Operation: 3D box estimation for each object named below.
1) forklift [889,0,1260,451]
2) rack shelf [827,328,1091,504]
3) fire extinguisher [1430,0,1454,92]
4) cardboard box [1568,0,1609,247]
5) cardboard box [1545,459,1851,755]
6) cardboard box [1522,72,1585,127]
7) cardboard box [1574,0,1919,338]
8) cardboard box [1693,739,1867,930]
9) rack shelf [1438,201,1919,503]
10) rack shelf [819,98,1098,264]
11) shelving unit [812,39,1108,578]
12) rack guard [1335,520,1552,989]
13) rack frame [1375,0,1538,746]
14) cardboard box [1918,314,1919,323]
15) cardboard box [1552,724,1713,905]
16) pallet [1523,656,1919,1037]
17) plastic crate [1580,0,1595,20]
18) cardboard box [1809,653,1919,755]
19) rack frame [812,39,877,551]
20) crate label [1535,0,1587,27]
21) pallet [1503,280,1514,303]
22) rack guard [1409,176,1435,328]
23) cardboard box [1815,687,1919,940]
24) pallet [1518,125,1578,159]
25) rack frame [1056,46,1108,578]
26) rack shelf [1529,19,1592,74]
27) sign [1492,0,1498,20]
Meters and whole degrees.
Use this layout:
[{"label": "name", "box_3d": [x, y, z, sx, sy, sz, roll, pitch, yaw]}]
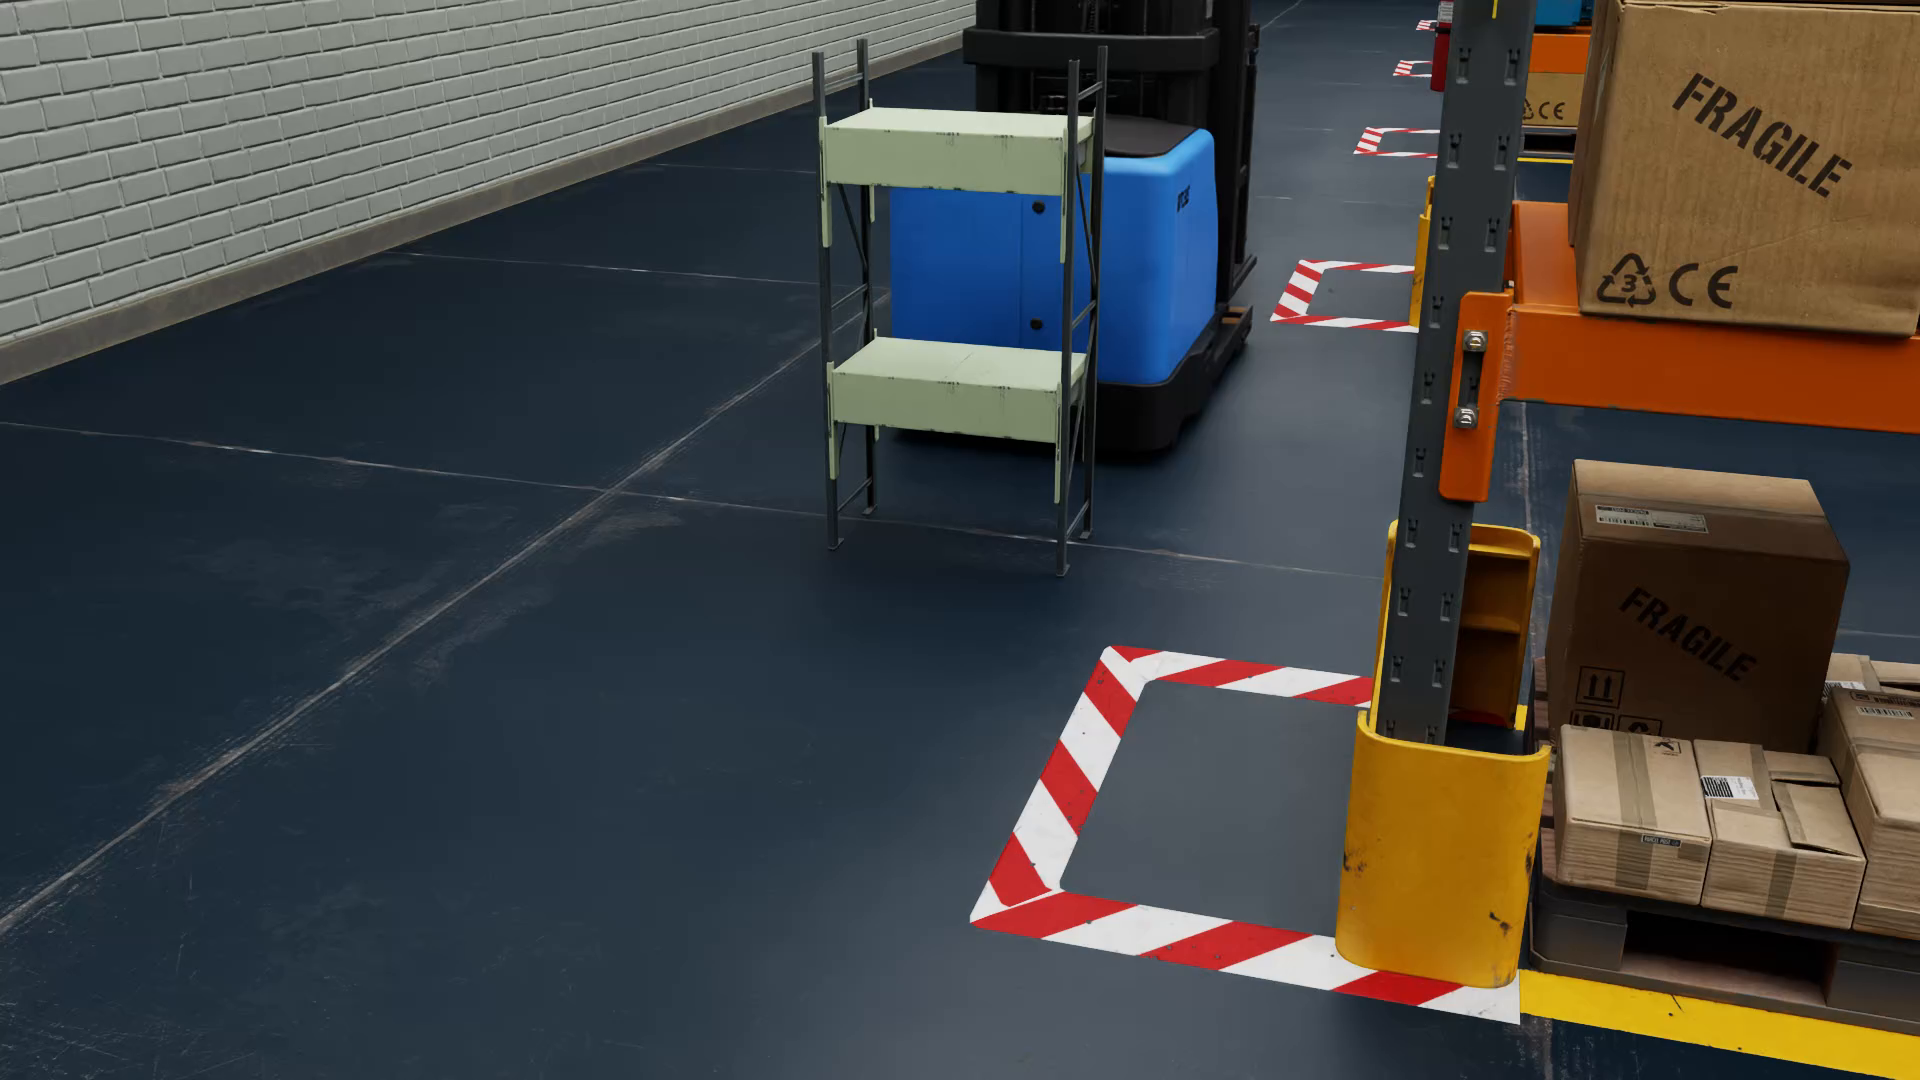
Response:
[{"label": "forklift", "box_3d": [0.672, -2.199, 6.768, 1.130, 2.935, 3.031, 7, 23, 16]}, {"label": "rack shelf", "box_3d": [0.006, -0.392, 5.107, 0.720, 0.370, 0.431, 7, 23, 16]}, {"label": "fire extinguisher", "box_3d": [2.411, -2.536, 8.093, 0.183, 0.674, 0.296, 7, 23, 16]}, {"label": "cardboard box", "box_3d": [1.497, -0.859, 3.280, 0.500, 0.500, 0.500, 7, 23, 17]}, {"label": "cardboard box", "box_3d": [1.581, 0.160, 3.642, 0.500, 0.500, 0.500, 7, 23, 16]}, {"label": "cardboard box", "box_3d": [4.491, -3.532, 12.175, 0.875, 0.875, 0.875, 7, 23, 16]}, {"label": "cardboard box", "box_3d": [1.338, -0.665, 2.807, 0.500, 0.500, 0.500, 7, 23, 17]}, {"label": "cardboard box", "box_3d": [1.531, 0.542, 3.149, 0.250, 0.166, 0.380, 7, 23, 16]}, {"label": "rack shelf", "box_3d": [2.904, -0.211, 2.780, 4.000, 0.370, 1.077, 7, 23, 16]}, {"label": "rack shelf", "box_3d": [0.006, -1.054, 4.836, 0.720, 0.370, 0.431, 7, 23, 16]}, {"label": "shelving unit", "box_3d": [0.006, -0.693, 4.984, 0.755, 1.500, 0.431, 7, 23, 16]}, {"label": "rack guard", "box_3d": [1.062, 0.402, 3.632, 0.348, 0.500, 1.175, 7, 23, 16]}, {"label": "rack frame", "box_3d": [0.990, -0.763, 3.178, 0.127, 3.000, 1.000, 7, 23, 16]}, {"label": "cardboard box", "box_3d": [1.834, -0.610, 2.674, 0.500, 0.500, 0.500, 6, 23, 15]}, {"label": "cardboard box", "box_3d": [1.291, 0.523, 3.219, 0.250, 0.149, 0.380, 7, 23, 16]}, {"label": "pallet", "box_3d": [1.826, 0.622, 3.475, 1.213, 0.211, 1.003, 7, 23, 16]}, {"label": "plastic crate", "box_3d": [2.799, -2.638, 7.622, 0.499, 0.435, 0.616, 7, 23, 16]}, {"label": "cardboard box", "box_3d": [1.943, 0.391, 3.517, 0.250, 0.166, 0.380, 7, 23, 16]}, {"label": "rack frame", "box_3d": [-0.344, -0.733, 5.081, 0.023, 1.500, 0.400, 7, 23, 16]}, {"label": "crate label", "box_3d": [2.565, -2.366, 7.227, 0.303, 0.233, 0.416, 7, 23, 16]}, {"label": "pallet", "box_3d": [3.202, -1.168, 7.839, 1.213, 0.211, 1.003, 7, 23, 16]}, {"label": "rack guard", "box_3d": [2.397, -1.404, 8.034, 0.348, 0.500, 1.175, 7, 23, 16]}, {"label": "cardboard box", "box_3d": [1.907, 0.523, 3.086, 0.500, 0.250, 0.500, 7, 23, 16]}, {"label": "pallet", "box_3d": [4.643, -3.013, 12.336, 1.213, 0.211, 1.003, 7, 23, 16]}, {"label": "rack frame", "box_3d": [0.357, -0.653, 4.886, 0.023, 1.500, 0.400, 7, 23, 16]}, {"label": "rack shelf", "box_3d": [4.339, -2.010, 7.167, 4.000, 0.370, 1.077, 7, 23, 16]}, {"label": "sign", "box_3d": [0.833, -0.967, 2.533, 0.005, 0.325, 0.100, 7, 23, 16]}]
